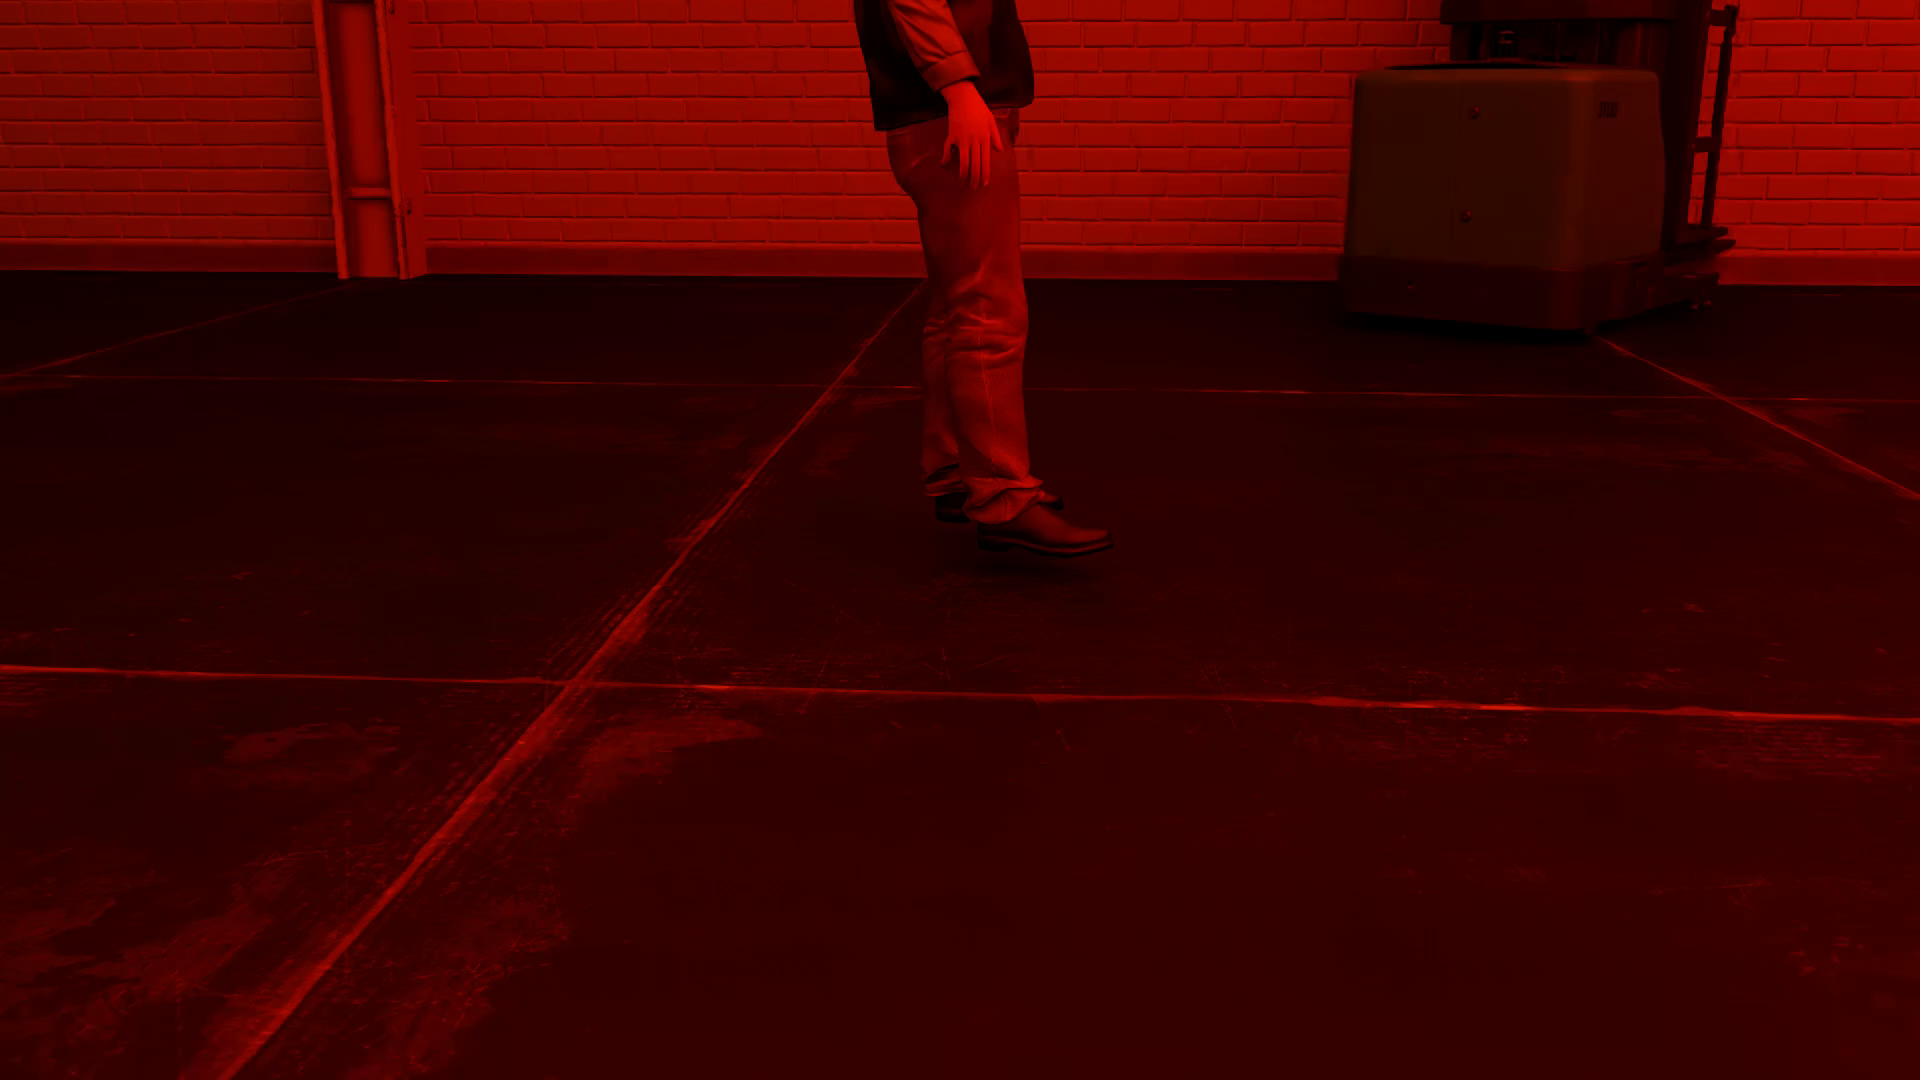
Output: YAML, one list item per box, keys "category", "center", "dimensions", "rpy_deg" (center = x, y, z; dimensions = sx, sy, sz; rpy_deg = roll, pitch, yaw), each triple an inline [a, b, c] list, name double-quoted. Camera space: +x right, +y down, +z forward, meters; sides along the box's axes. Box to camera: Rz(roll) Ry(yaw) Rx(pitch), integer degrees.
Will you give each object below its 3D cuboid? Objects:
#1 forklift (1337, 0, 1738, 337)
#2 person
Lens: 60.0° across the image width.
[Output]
- category: "forklift"
  center: [2.961, -2.560, 7.645]
  dimensions: [1.130, 2.935, 3.031]
  rpy_deg: [12, 19, 38]
- category: "person"
  center: [0.061, -0.873, 3.563]
  dimensions: [0.568, 1.720, 0.632]
  rpy_deg: [1, 15, 4]
